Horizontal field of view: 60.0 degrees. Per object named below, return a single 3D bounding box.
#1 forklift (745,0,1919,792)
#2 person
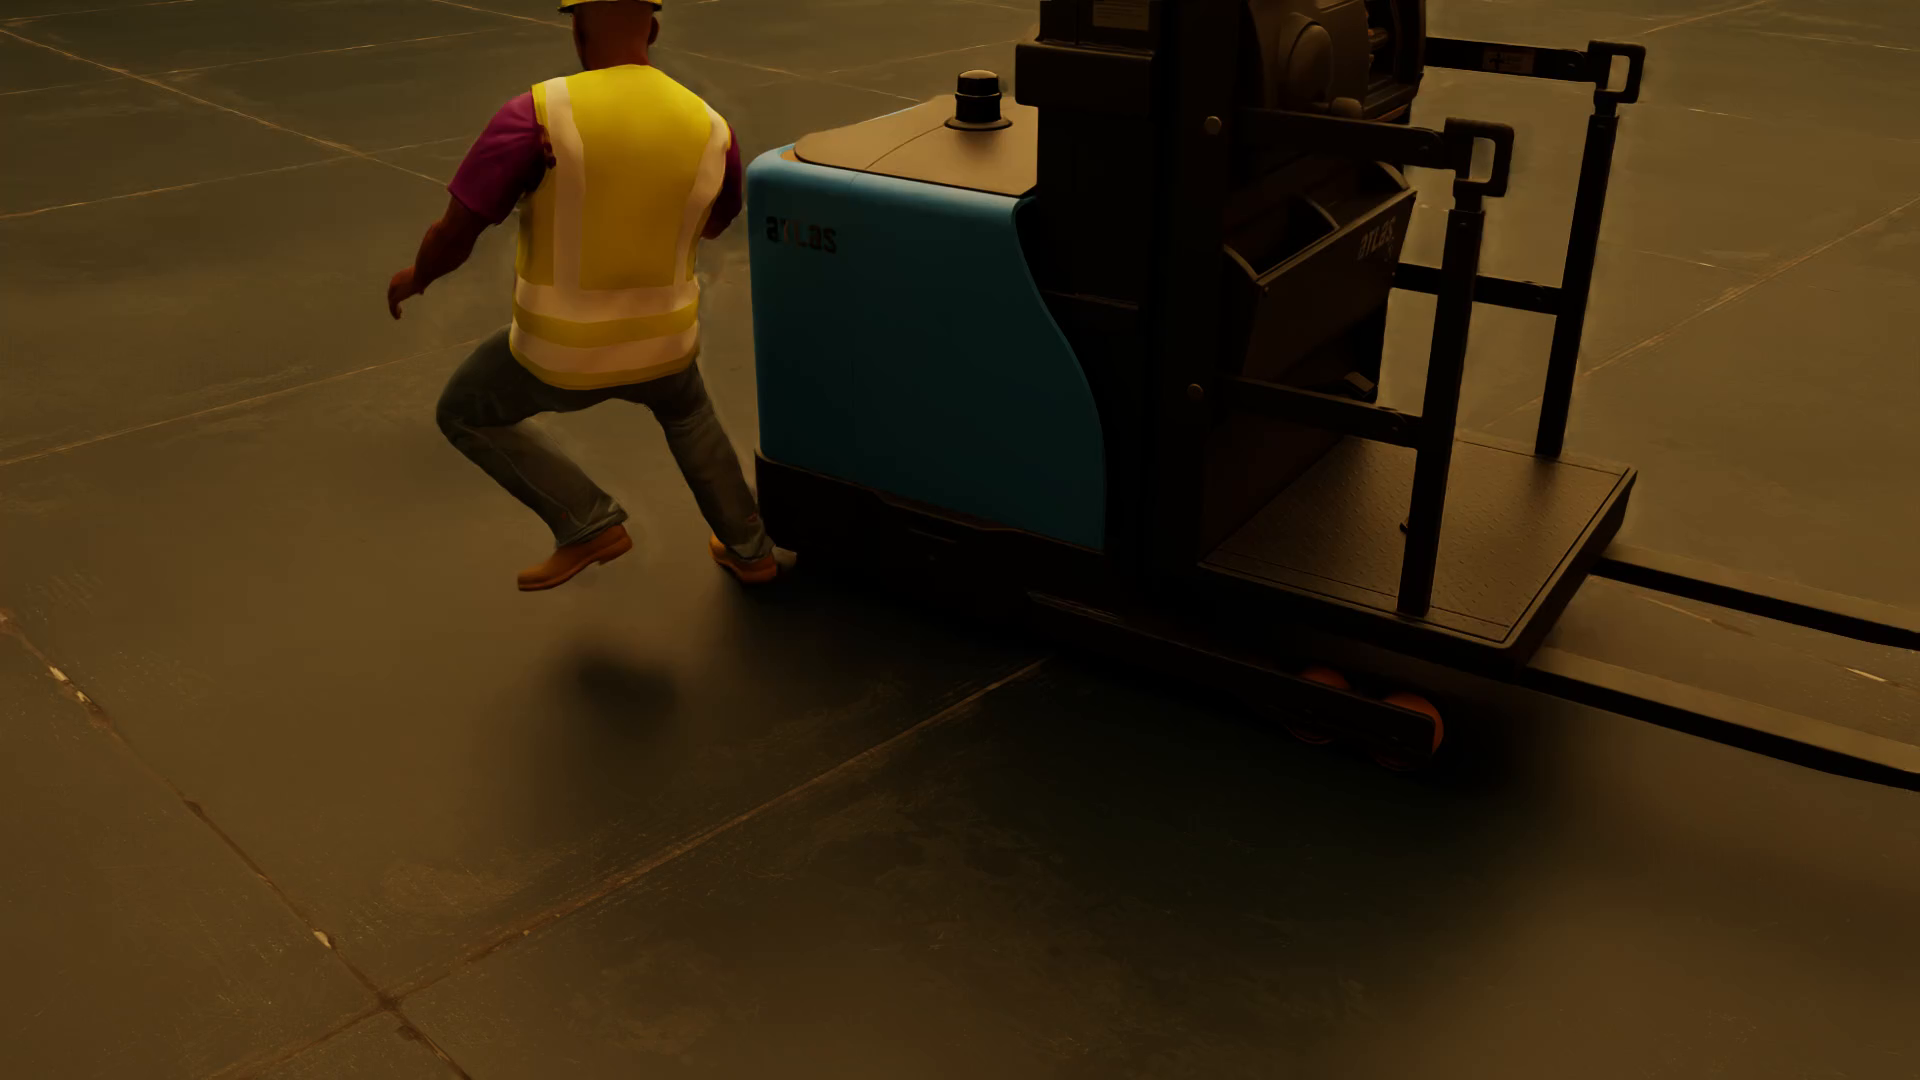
[{"bbox_3d":[0.980,-1.091,3.438,3.031,2.935,1.130,16,30,29],"label":"forklift"},{"bbox_3d":[-0.887,-0.569,3.909,0.861,1.603,0.736,-16,30,-29],"label":"person"}]
